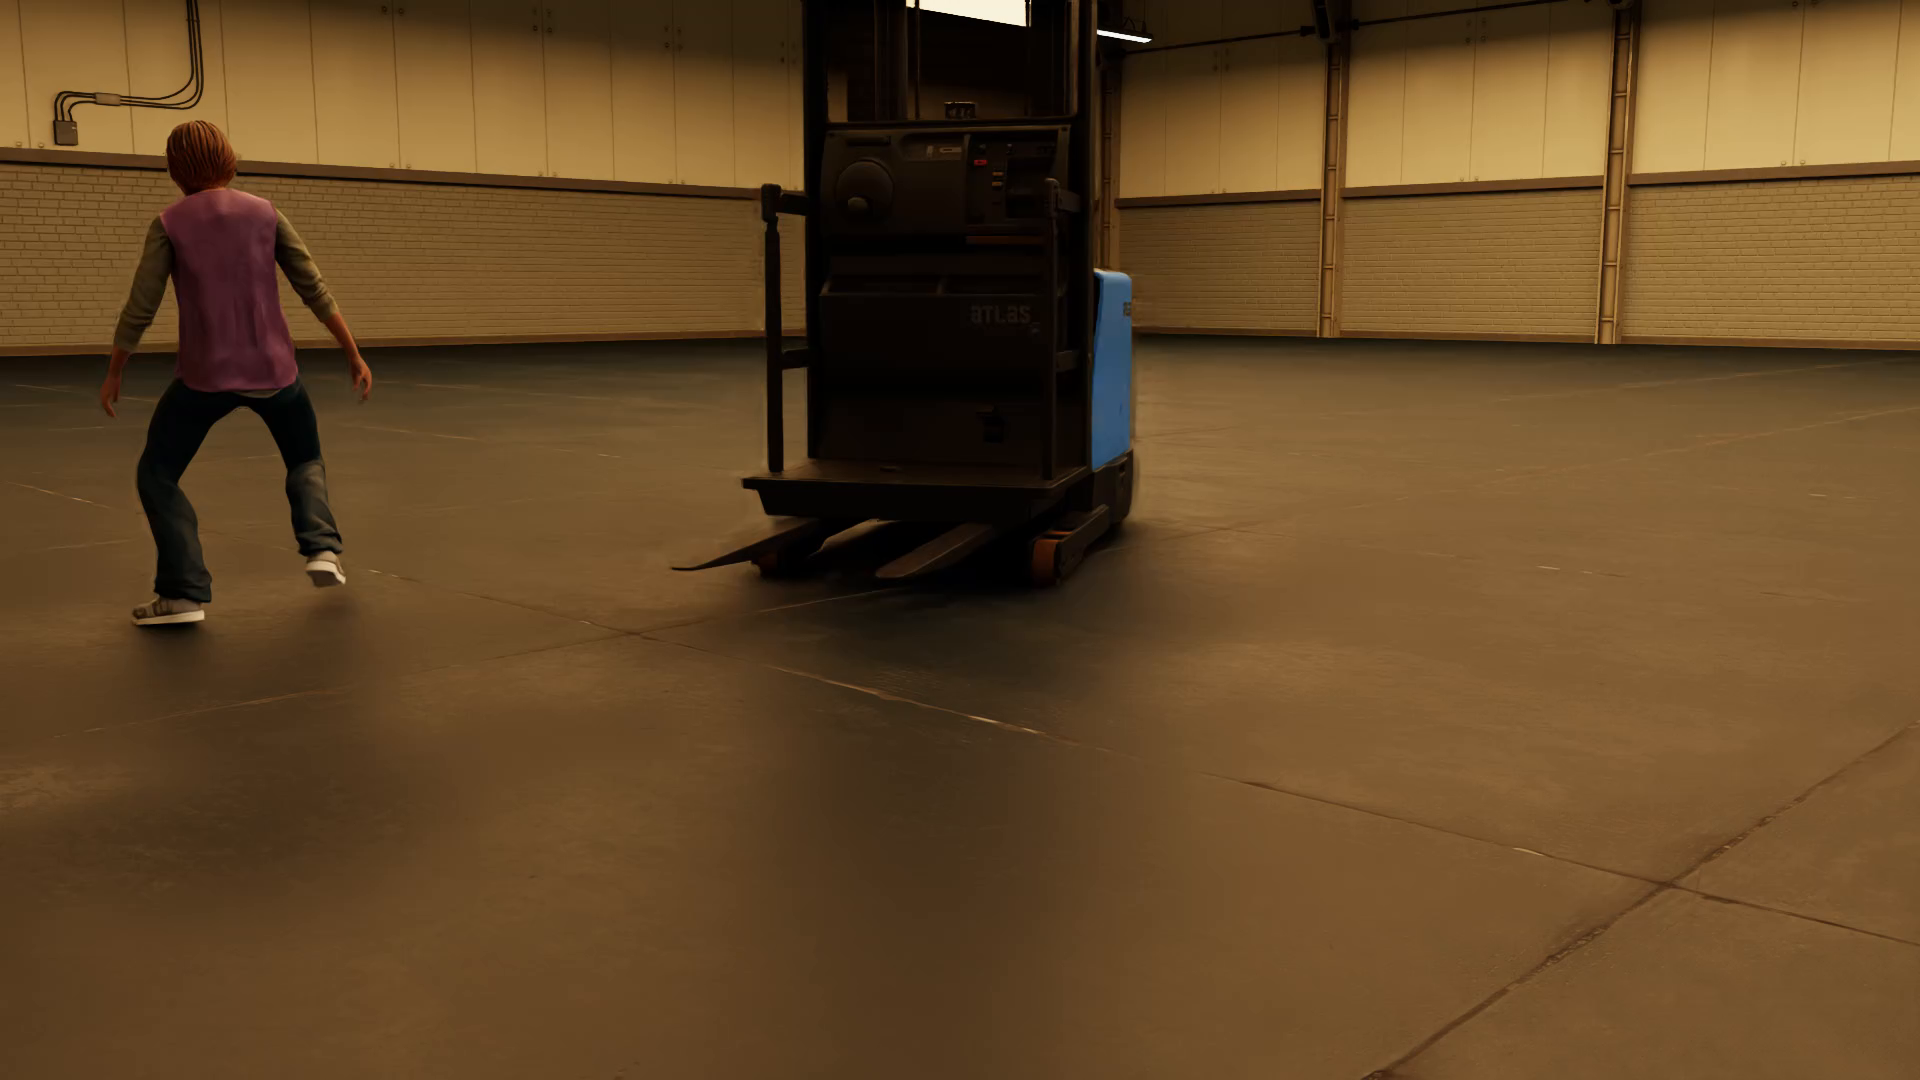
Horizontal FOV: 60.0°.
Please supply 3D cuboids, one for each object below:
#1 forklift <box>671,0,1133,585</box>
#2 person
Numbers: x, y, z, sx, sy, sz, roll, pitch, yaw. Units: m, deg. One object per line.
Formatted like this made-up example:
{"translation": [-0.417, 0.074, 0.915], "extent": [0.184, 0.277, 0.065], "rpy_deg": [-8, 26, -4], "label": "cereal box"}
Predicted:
{"translation": [-0.110, -1.356, 5.876], "extent": [1.130, 2.935, 3.031], "rpy_deg": [2, 9, 14], "label": "forklift"}
{"translation": [-2.229, -0.518, 5.135], "extent": [0.764, 1.511, 0.447], "rpy_deg": [-5, 10, -28], "label": "person"}
